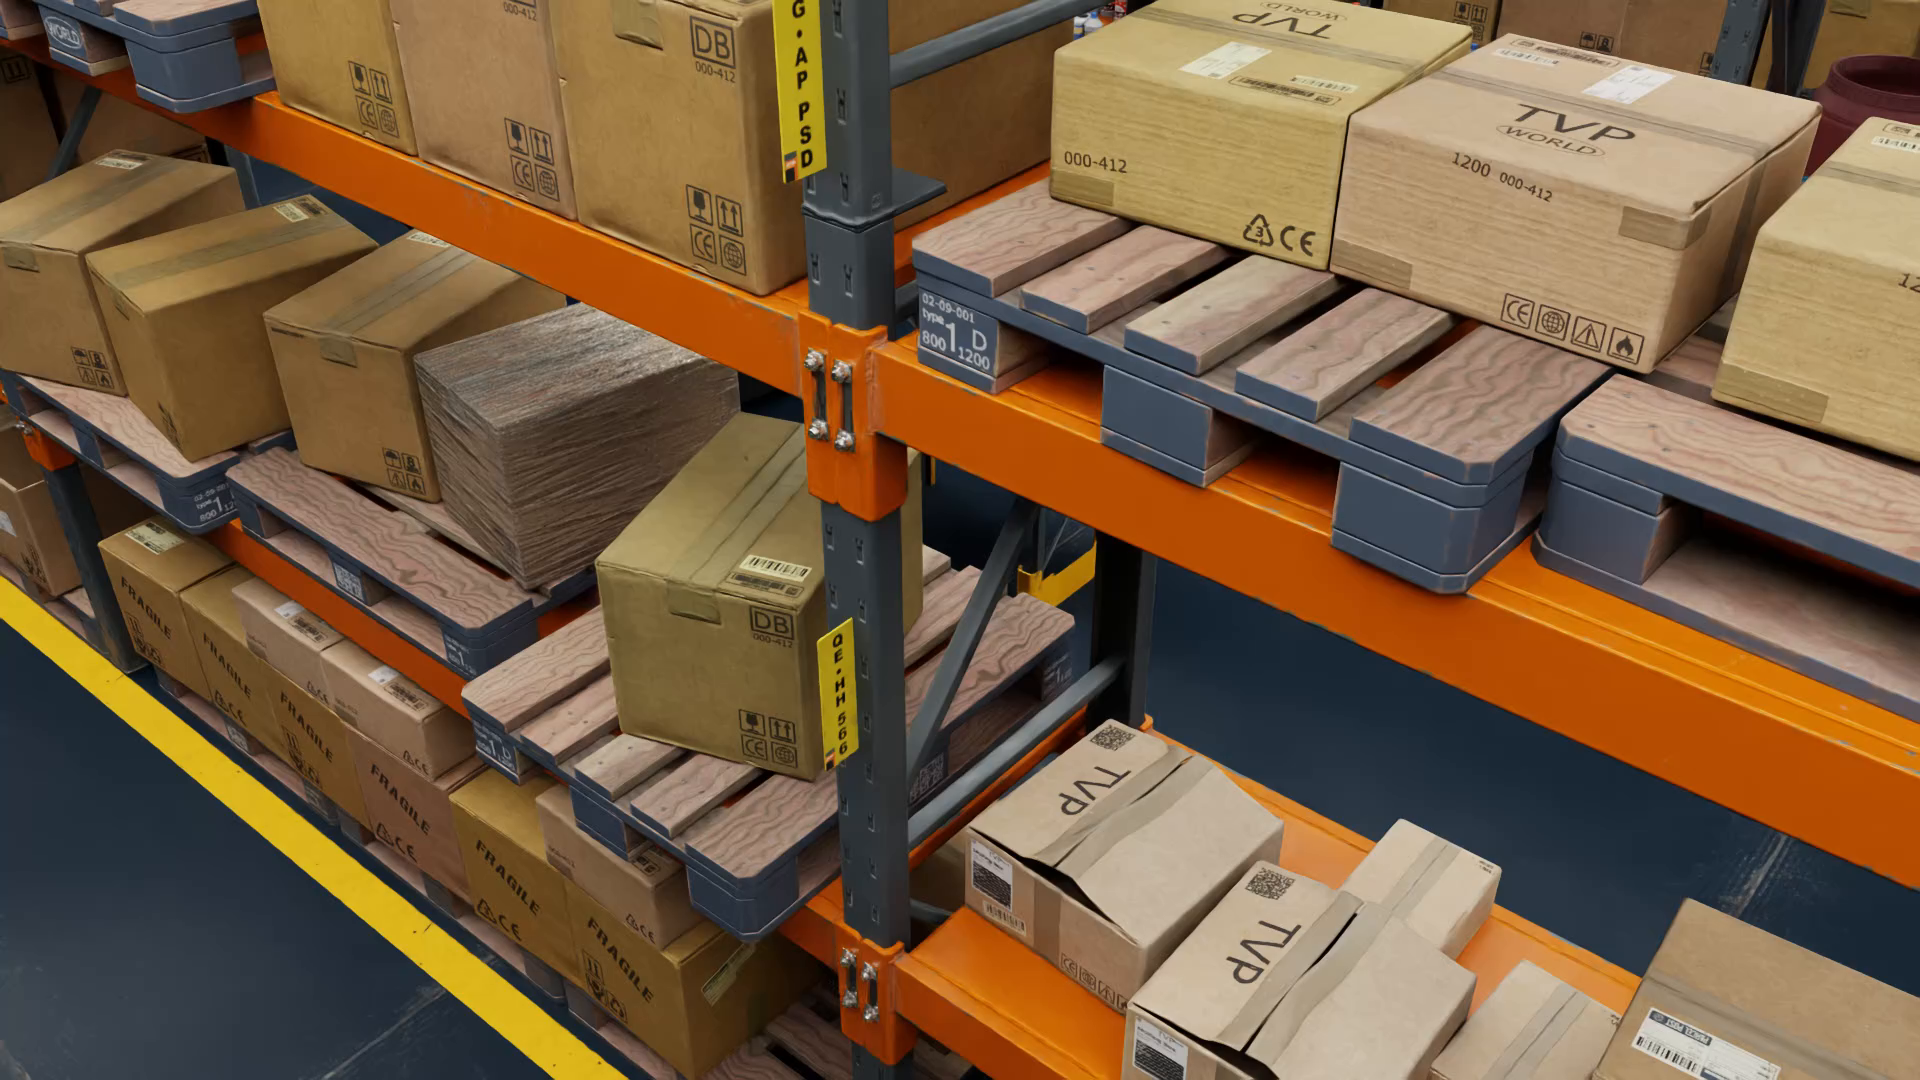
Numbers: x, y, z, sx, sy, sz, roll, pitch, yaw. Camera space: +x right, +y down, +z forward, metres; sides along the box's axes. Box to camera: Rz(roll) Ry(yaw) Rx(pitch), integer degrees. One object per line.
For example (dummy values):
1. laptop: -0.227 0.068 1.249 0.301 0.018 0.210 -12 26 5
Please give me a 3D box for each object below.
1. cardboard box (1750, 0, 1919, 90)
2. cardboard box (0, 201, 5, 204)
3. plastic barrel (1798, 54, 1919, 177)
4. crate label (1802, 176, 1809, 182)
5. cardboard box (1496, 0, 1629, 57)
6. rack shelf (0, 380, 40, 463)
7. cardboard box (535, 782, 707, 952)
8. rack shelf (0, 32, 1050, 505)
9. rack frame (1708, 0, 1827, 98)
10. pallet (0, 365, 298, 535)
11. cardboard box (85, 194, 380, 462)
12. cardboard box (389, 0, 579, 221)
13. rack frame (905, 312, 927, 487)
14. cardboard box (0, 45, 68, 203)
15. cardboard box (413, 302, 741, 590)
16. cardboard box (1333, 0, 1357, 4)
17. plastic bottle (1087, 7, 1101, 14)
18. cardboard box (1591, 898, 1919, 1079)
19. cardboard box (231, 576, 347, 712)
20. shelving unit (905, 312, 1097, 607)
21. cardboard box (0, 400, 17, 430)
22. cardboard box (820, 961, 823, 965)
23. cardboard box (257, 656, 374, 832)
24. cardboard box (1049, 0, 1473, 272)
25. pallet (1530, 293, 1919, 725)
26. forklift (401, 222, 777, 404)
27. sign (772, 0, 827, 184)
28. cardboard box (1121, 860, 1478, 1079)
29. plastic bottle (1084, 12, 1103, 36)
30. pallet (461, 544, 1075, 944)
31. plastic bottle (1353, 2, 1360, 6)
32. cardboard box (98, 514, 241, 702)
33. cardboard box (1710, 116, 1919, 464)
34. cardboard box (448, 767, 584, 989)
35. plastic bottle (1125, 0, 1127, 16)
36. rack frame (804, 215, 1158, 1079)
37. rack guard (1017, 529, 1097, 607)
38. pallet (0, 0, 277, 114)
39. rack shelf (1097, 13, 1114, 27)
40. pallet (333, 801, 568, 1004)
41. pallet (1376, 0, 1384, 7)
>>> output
1. cardboard box: 5.932 -3.359 10.998 0.875 0.875 1.225 23 41 30
2. cardboard box: -3.514 -1.054 6.047 0.500 0.500 0.500 26 42 33
3. plastic barrel: 3.831 -1.668 6.909 0.708 0.536 0.600 25 42 32
4. crate label: 3.364 -1.263 6.588 0.416 0.233 0.303 25 42 32
5. cardboard box: 4.567 -4.003 11.935 0.875 0.875 1.225 24 41 30
6. rack shelf: -4.503 -1.371 7.232 4.000 0.370 1.077 25 42 32
7. cardboard box: -0.807 0.790 4.606 0.500 0.250 0.500 27 43 33
8. rack shelf: -1.429 -1.159 4.273 4.000 0.370 1.077 25 42 32
9. rack frame: 3.280 -1.648 7.000 0.127 3.000 1.000 25 42 32
10. pallet: -2.422 -0.527 5.537 1.213 0.211 1.003 25 42 32
11. cardboard box: -2.176 -0.667 5.112 0.700 0.500 0.500 -26 42 -33
12. cardboard box: -0.641 -1.100 3.464 0.500 0.500 0.910 25 42 32
13. rack frame: -0.325 -0.771 7.049 0.032 1.500 0.500 25 42 32
14. cardboard box: -3.520 -1.467 5.765 0.500 0.500 0.500 25 42 32
15. cardboard box: -1.029 -0.302 4.581 0.700 0.500 0.500 -25 42 -31
16. cardboard box: 2.919 -4.823 13.129 0.875 0.875 0.875 25 42 32
17. plastic bottle: 0.716 -3.044 9.142 0.135 0.276 0.152 25 42 32
18. cardboard box: 1.408 1.065 2.961 0.500 0.500 0.500 23 41 29
19. cardboard box: -1.982 0.240 5.408 0.500 0.250 0.500 25 42 32
20. shelving unit: 0.059 -0.591 6.785 1.083 1.500 0.587 25 42 32
21. cardboard box: -4.162 -0.371 7.127 0.500 0.311 0.500 25 42 32
22. cardboard box: -0.465 0.878 5.141 0.500 0.500 0.500 24 41 30
23. cardboard box: -1.954 0.560 5.605 0.500 0.500 0.500 26 42 32
24. cardboard box: 0.493 -0.702 2.735 0.500 0.250 0.500 22 40 29
25. pallet: 1.548 -0.042 2.179 1.213 0.211 1.003 27 43 34
26. forklift: -2.056 -2.458 8.240 1.130 2.935 3.031 -28 43 -34
27. sign: -0.241 -0.709 2.526 0.005 0.325 0.100 25 42 32
28. cardboard box: 0.671 0.951 3.295 0.500 0.311 0.500 25 42 31
29. plastic bottle: 0.671 -2.524 8.389 0.097 0.271 0.097 0 34 0
30. pallet: -0.458 0.370 4.231 1.003 0.211 1.213 25 42 32
31. plastic bottle: 1.968 -2.487 8.265 0.185 0.351 0.144 25 42 32
32. cardboard box: -2.750 0.187 6.147 0.500 0.500 0.500 23 41 30
33. cardboard box: 1.340 -0.308 2.161 0.500 0.250 0.500 24 41 31
34. cardboard box: -1.158 0.930 5.065 0.500 0.500 0.500 24 41 30
35. plastic bottle: 0.931 -2.820 8.881 0.097 0.201 0.097 0 34 0
36. rack frame: 0.108 0.506 3.864 0.127 3.000 1.000 25 42 32
37. rack guard: 0.441 0.105 6.876 0.087 0.250 0.587 25 42 32
38. pallet: -1.711 -1.461 4.244 1.003 0.211 1.213 25 42 32
39. rack shelf: 1.743 -2.076 8.259 4.000 0.370 1.077 25 42 32
40. pallet: -1.375 0.926 5.715 1.213 0.211 1.003 25 42 32
41. pallet: 2.841 -4.412 13.488 1.213 0.211 1.003 25 42 32
